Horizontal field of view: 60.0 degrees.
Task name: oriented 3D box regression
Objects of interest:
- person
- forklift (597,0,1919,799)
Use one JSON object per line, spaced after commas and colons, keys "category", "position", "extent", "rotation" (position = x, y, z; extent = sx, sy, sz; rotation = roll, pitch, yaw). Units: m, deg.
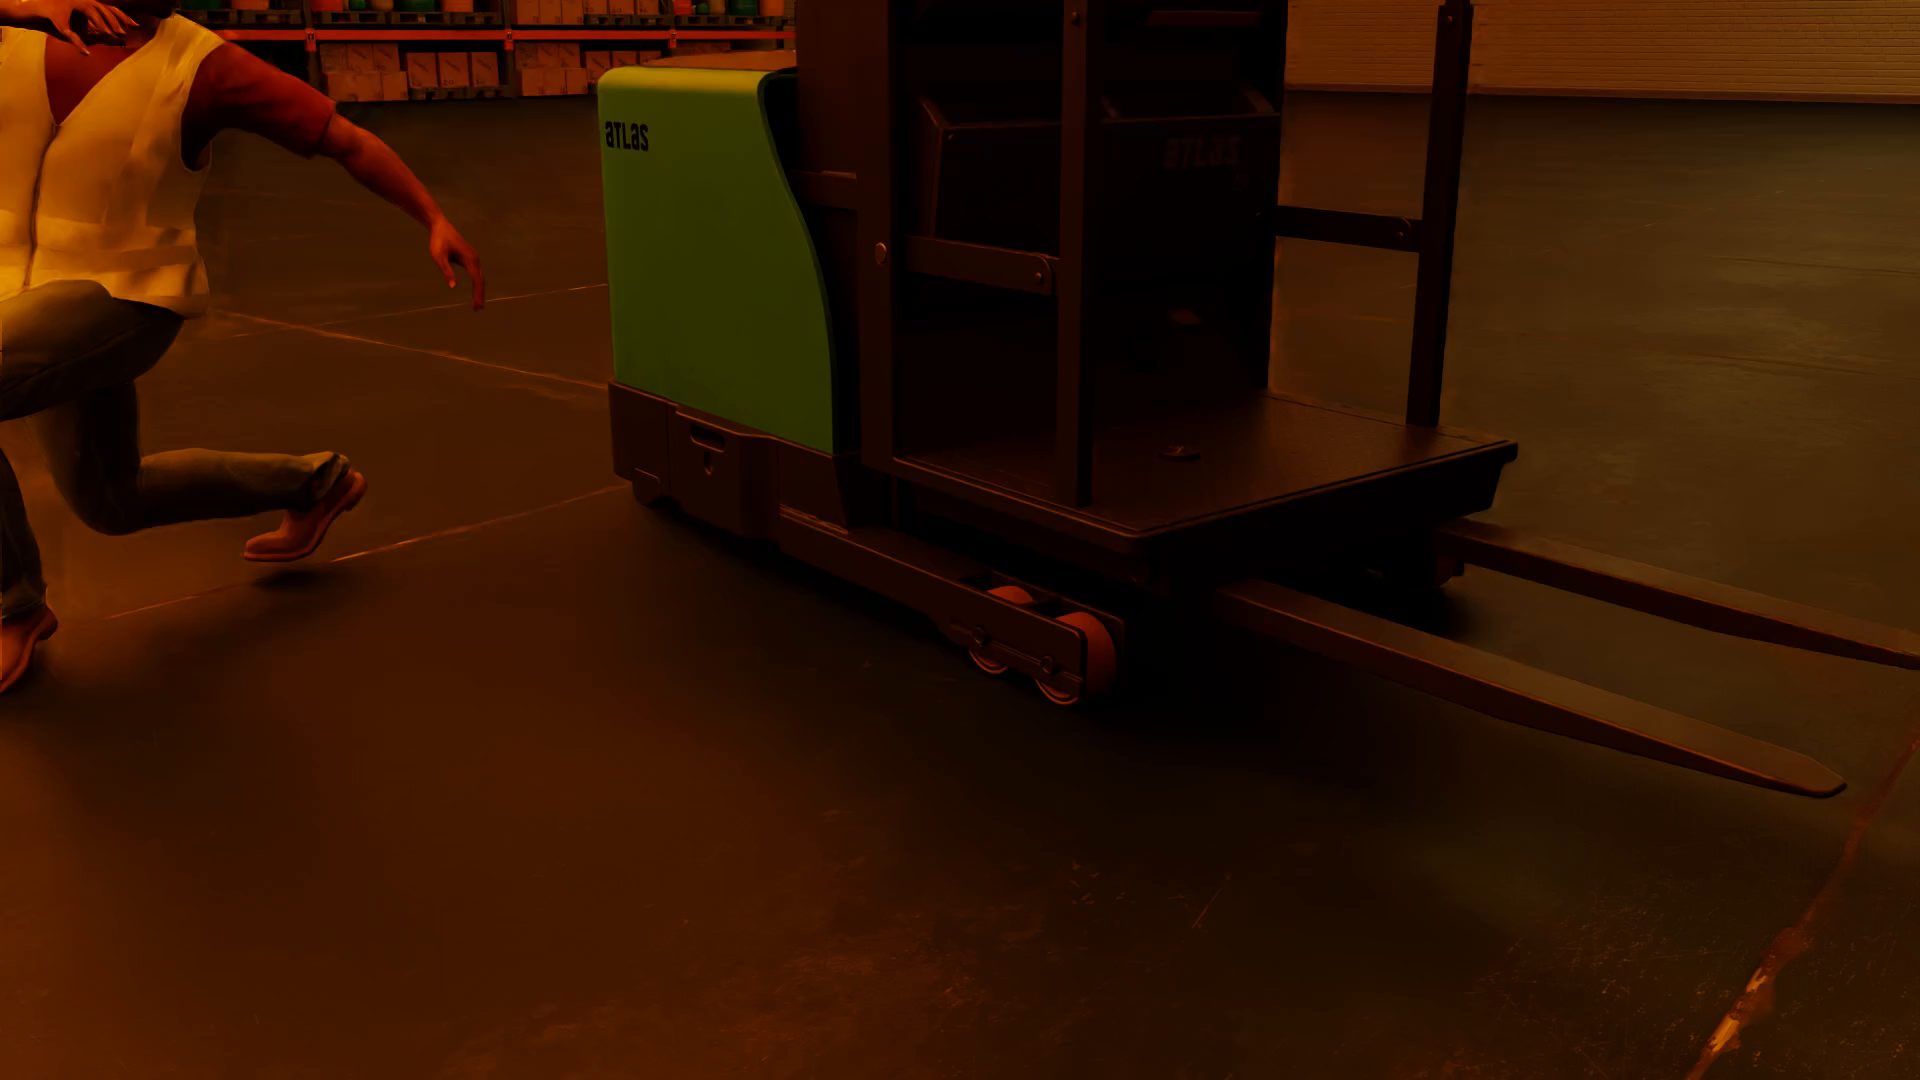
{"category": "person", "position": [-1.477, -0.517, 3.136], "extent": [0.839, 1.501, 0.974], "rotation": [6, 18, 19]}
{"category": "forklift", "position": [0.419, -1.270, 3.079], "extent": [1.130, 2.935, 3.031], "rotation": [-13, 21, -37]}
